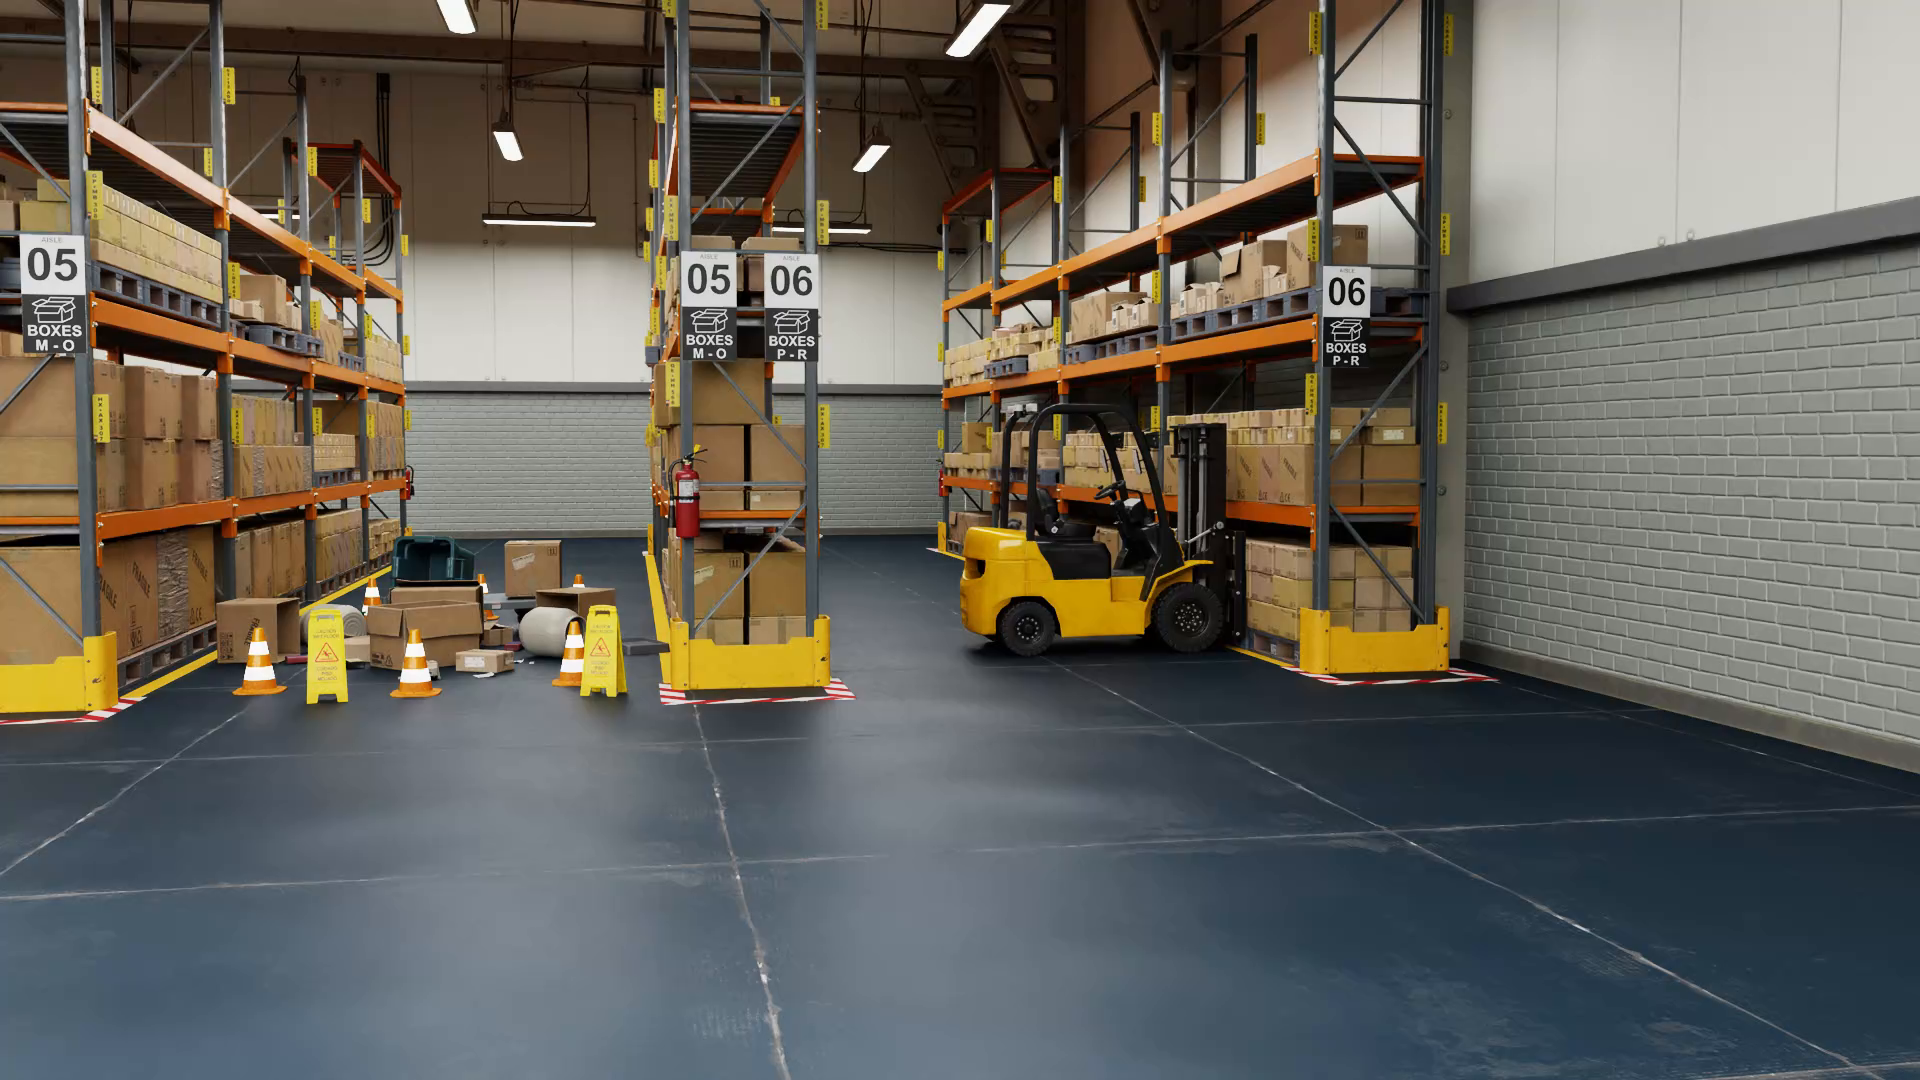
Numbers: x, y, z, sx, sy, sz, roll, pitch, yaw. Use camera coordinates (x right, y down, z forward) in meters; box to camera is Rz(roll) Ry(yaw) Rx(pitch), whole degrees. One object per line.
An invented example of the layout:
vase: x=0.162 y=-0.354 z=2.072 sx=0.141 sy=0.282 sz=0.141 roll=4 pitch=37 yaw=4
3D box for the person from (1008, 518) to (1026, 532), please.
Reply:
person: x=0.703 y=0.247 z=19.002 sx=0.457 sy=0.980 sz=0.860 roll=-1 pitch=3 yaw=-13
